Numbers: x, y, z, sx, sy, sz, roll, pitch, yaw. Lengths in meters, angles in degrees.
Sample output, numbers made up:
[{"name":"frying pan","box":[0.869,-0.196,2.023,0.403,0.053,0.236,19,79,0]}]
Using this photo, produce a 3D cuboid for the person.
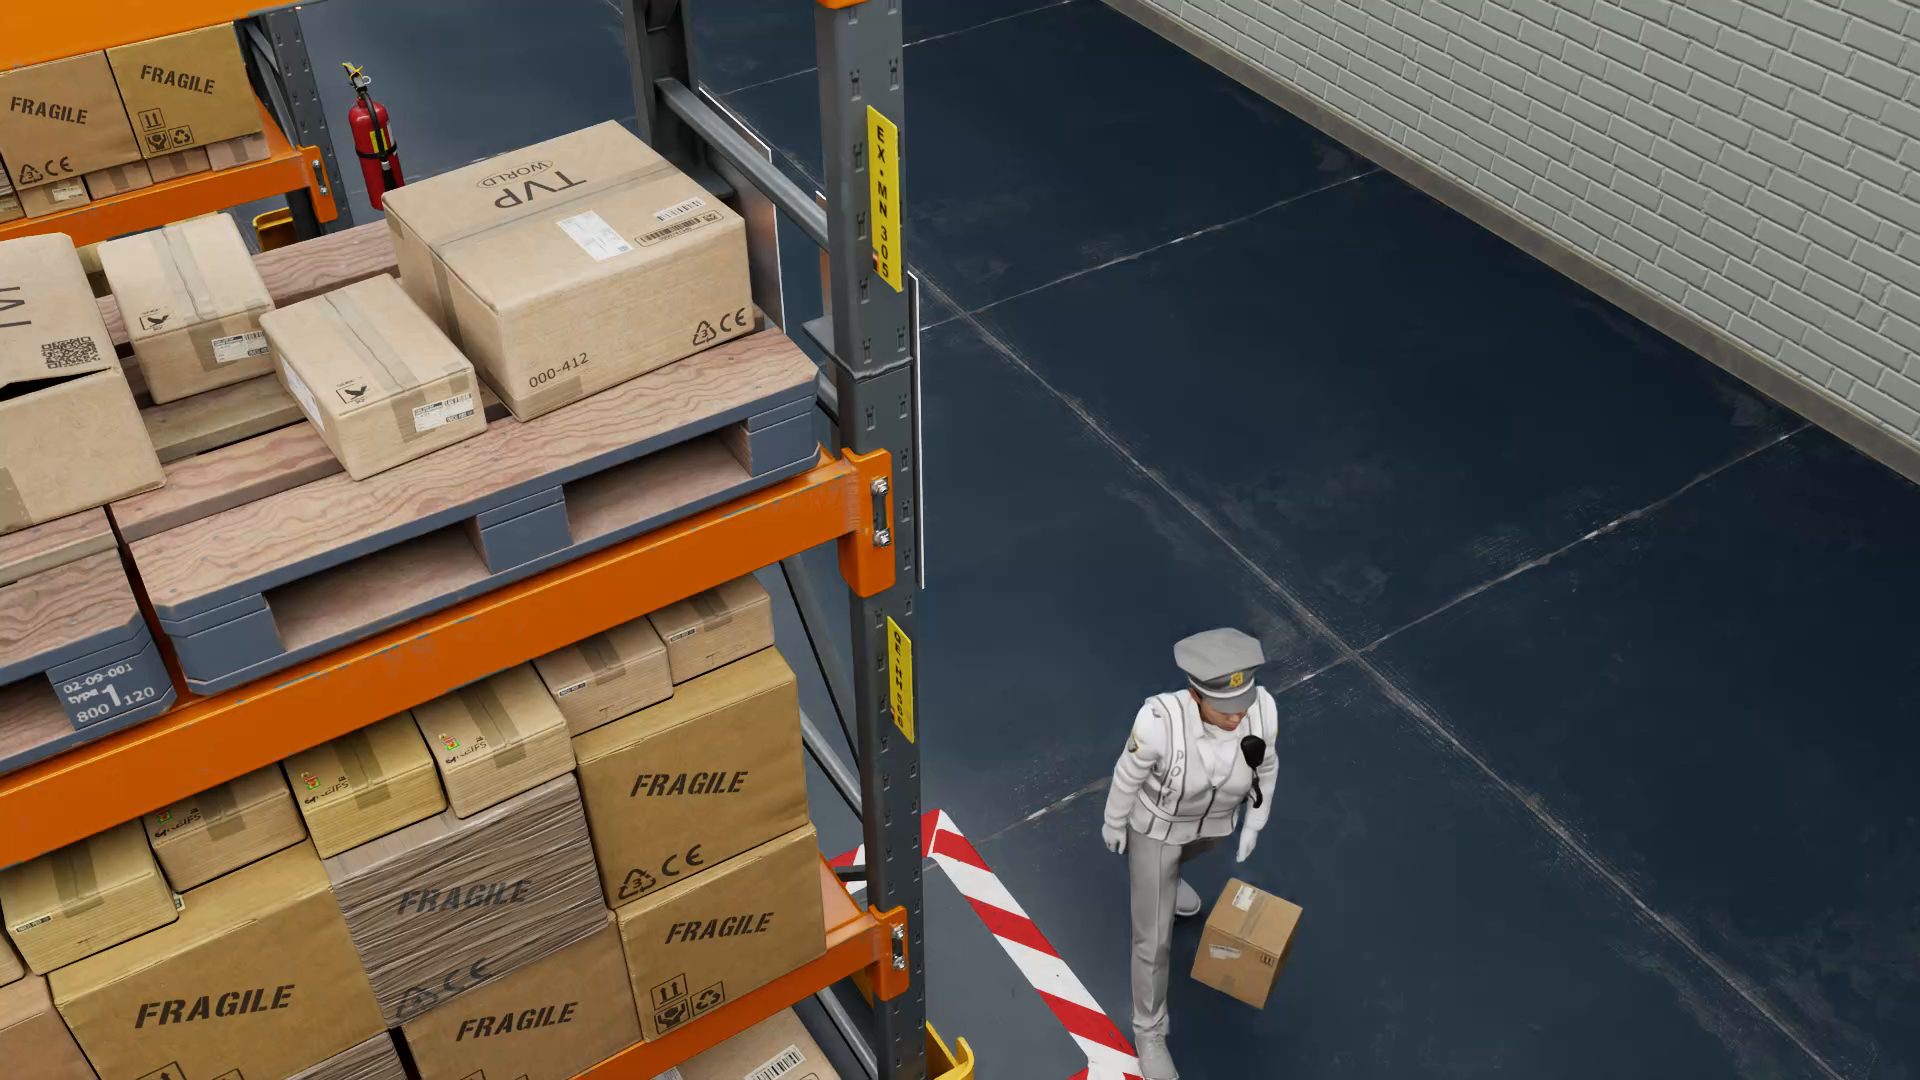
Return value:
[{"name":"person","box":[0.723,0.879,5.147,0.524,1.624,0.913,-10,42,-12]}]
